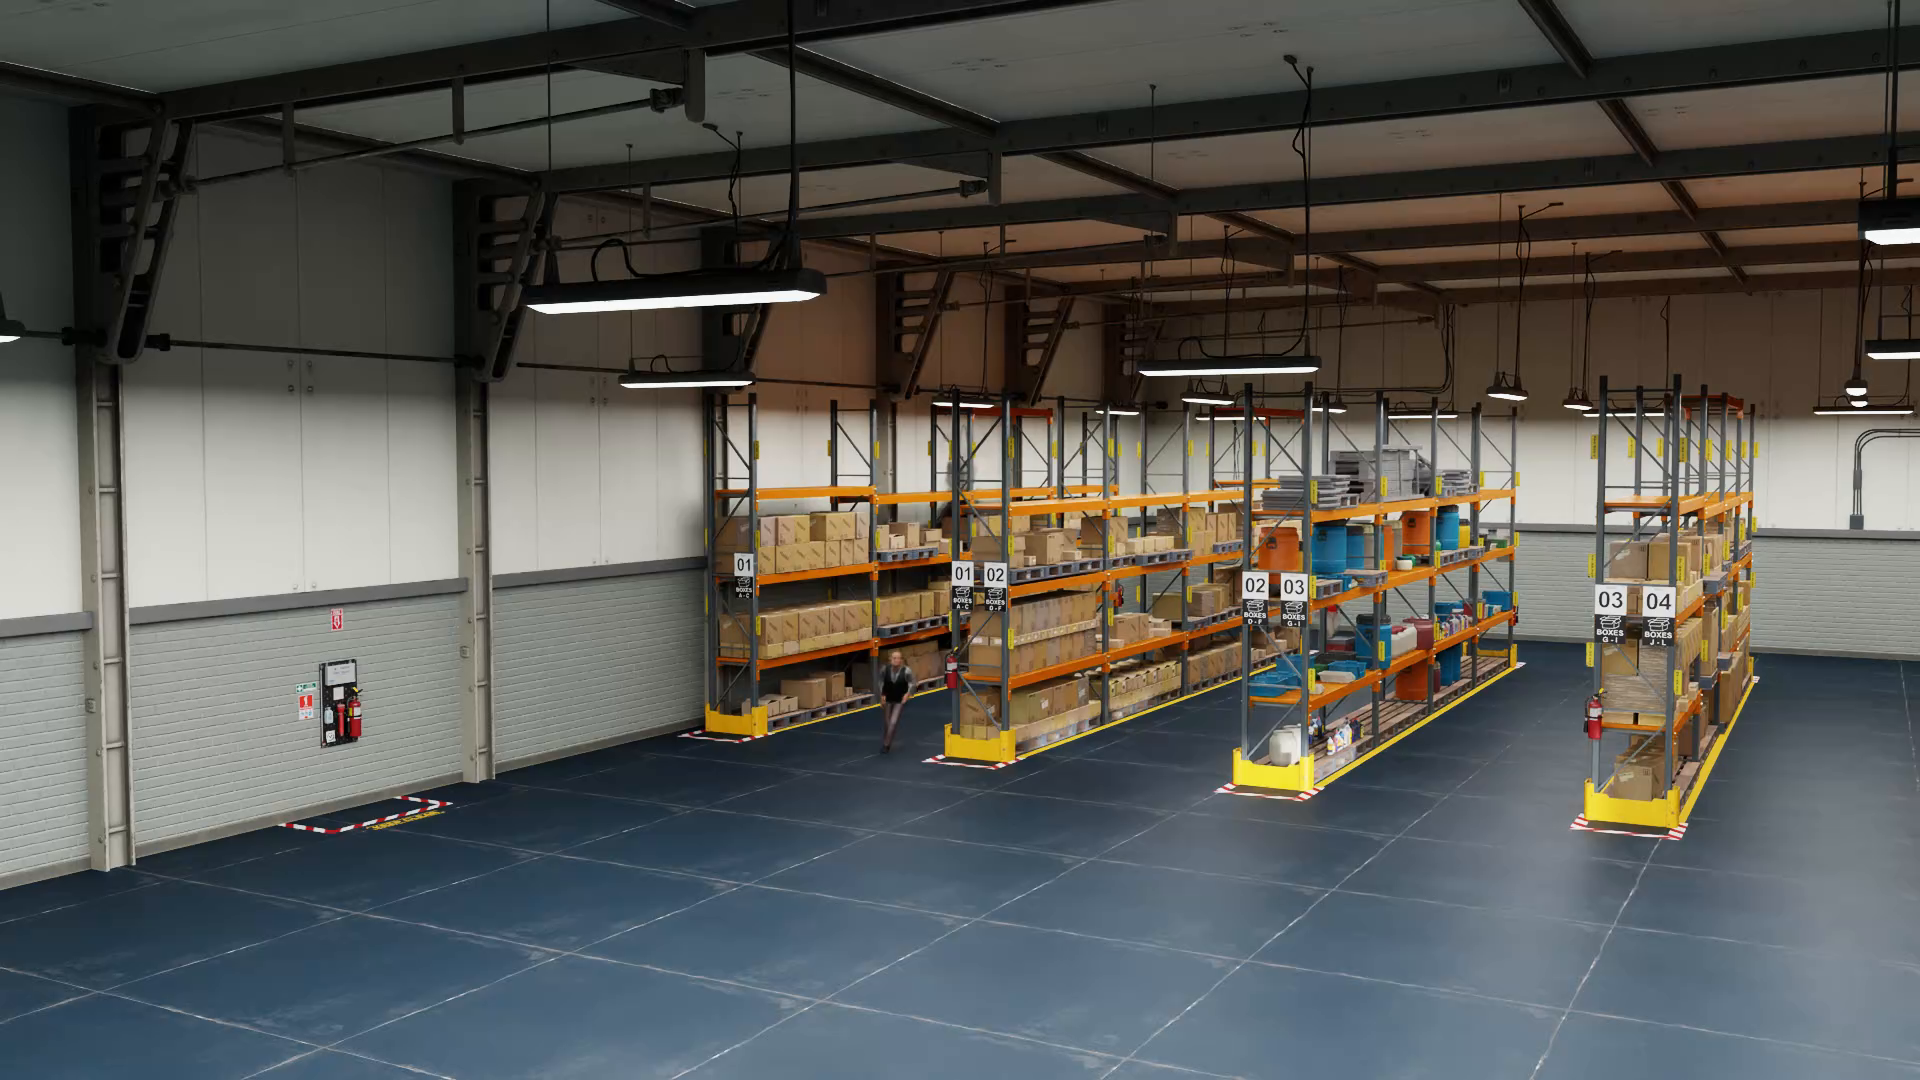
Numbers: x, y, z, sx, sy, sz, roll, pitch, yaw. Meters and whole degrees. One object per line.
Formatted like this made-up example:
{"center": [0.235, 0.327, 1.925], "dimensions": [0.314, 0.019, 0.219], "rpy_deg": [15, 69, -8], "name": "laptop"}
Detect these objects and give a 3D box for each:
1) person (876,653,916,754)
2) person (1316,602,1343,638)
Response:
{"center": [-1.062, 2.688, 27.760], "dimensions": [0.671, 1.679, 0.769], "rpy_deg": [0, 3, 0], "name": "person"}
{"center": [9.224, 1.923, 41.433], "dimensions": [0.702, 1.729, 0.870], "rpy_deg": [-1, 3, -13], "name": "person"}
